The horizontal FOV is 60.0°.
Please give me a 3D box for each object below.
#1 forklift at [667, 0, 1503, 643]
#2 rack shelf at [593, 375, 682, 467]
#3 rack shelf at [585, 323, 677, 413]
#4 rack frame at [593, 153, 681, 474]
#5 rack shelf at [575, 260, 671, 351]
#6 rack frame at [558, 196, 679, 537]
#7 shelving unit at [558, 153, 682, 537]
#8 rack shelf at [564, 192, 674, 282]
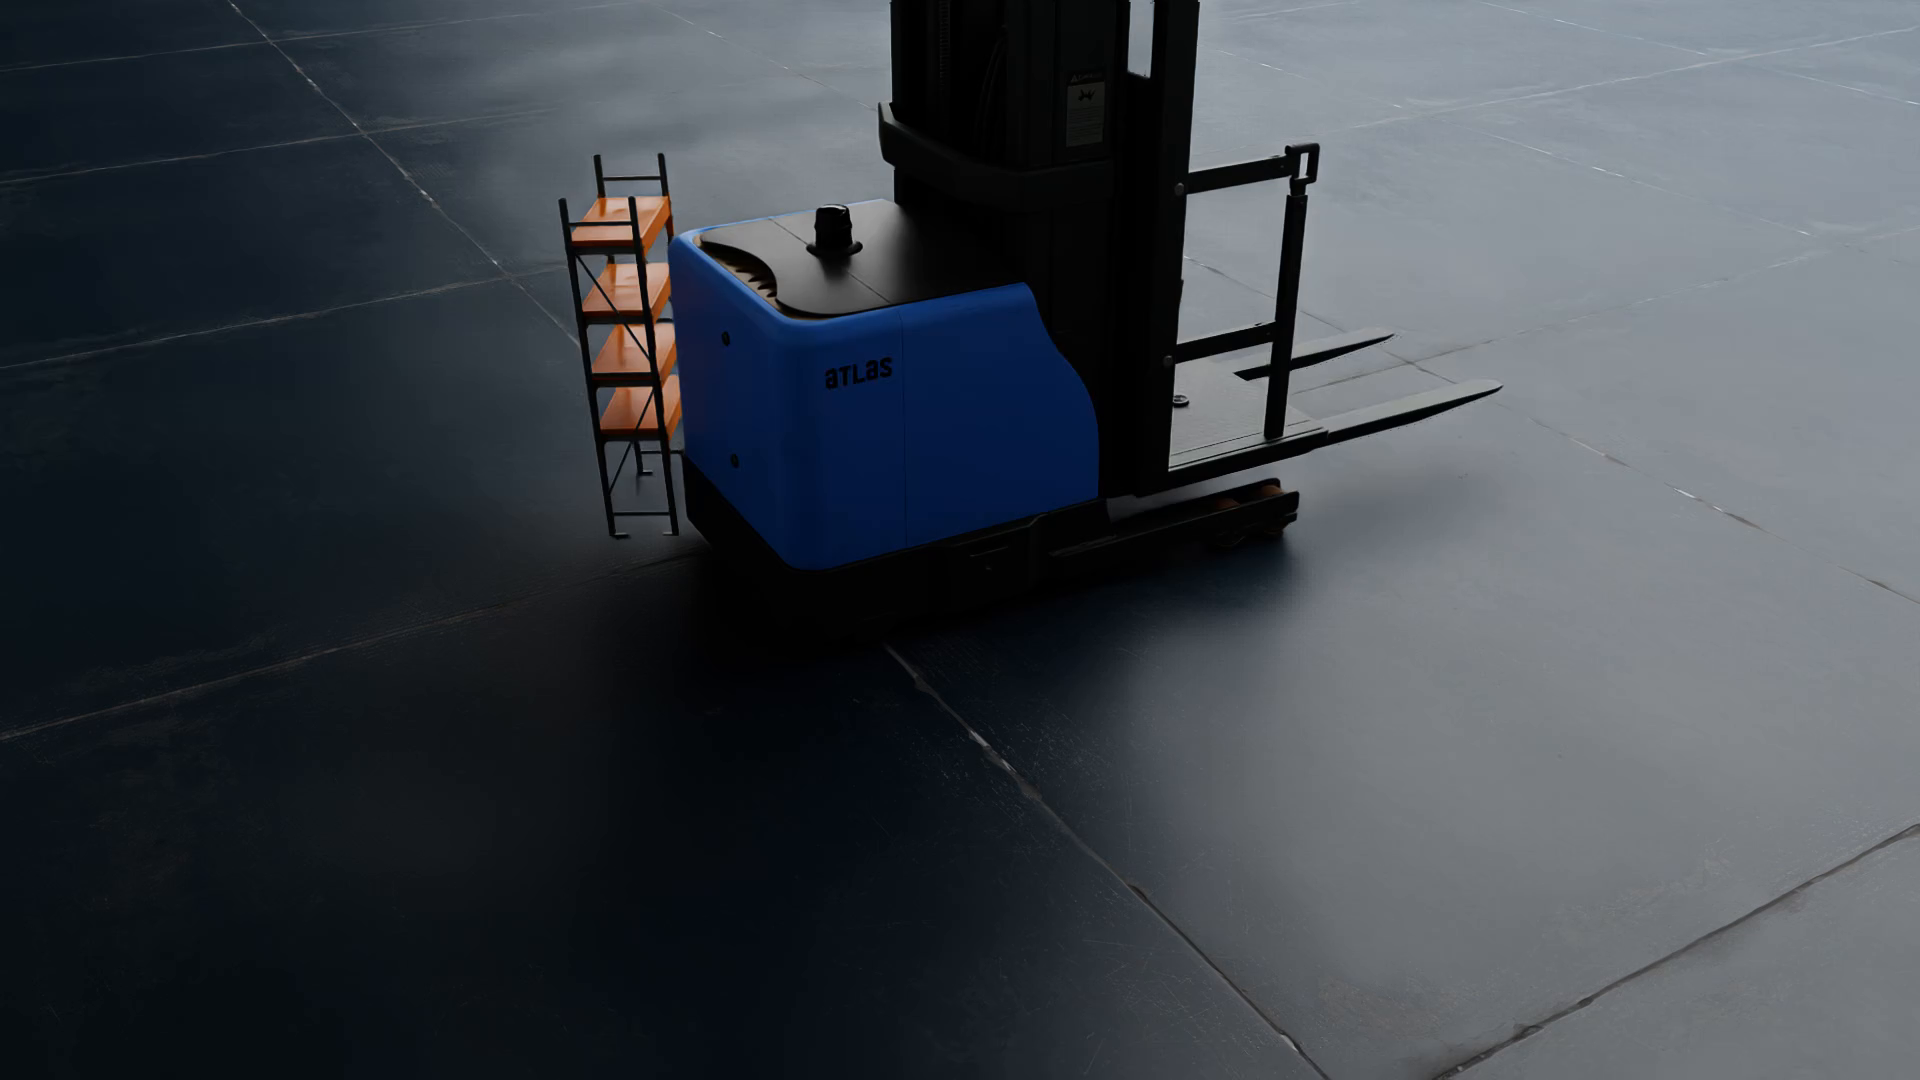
[{"bbox_3d":[0.593,-1.467,5.375,3.031,2.935,1.130,-15,32,-25],"label":"forklift"},{"bbox_3d":[-1.099,-0.428,5.824,0.258,0.148,0.480,-1,29,2],"label":"rack shelf"},{"bbox_3d":[-1.105,-0.602,5.729,0.258,0.148,0.480,-1,29,2],"label":"rack shelf"},{"bbox_3d":[-1.100,-0.778,5.910,0.240,1.200,0.015,-1,29,2],"label":"rack frame"},{"bbox_3d":[-1.113,-0.798,5.621,0.258,0.148,0.480,-1,29,2],"label":"rack shelf"},{"bbox_3d":[-1.115,-0.543,5.483,0.240,1.200,0.015,-1,29,2],"label":"rack frame"},{"bbox_3d":[-1.108,-0.661,5.696,0.258,1.200,0.503,-1,29,2],"label":"shelving unit"},{"bbox_3d":[-1.120,-1.005,5.507,0.258,0.148,0.480,-1,29,2],"label":"rack shelf"}]
